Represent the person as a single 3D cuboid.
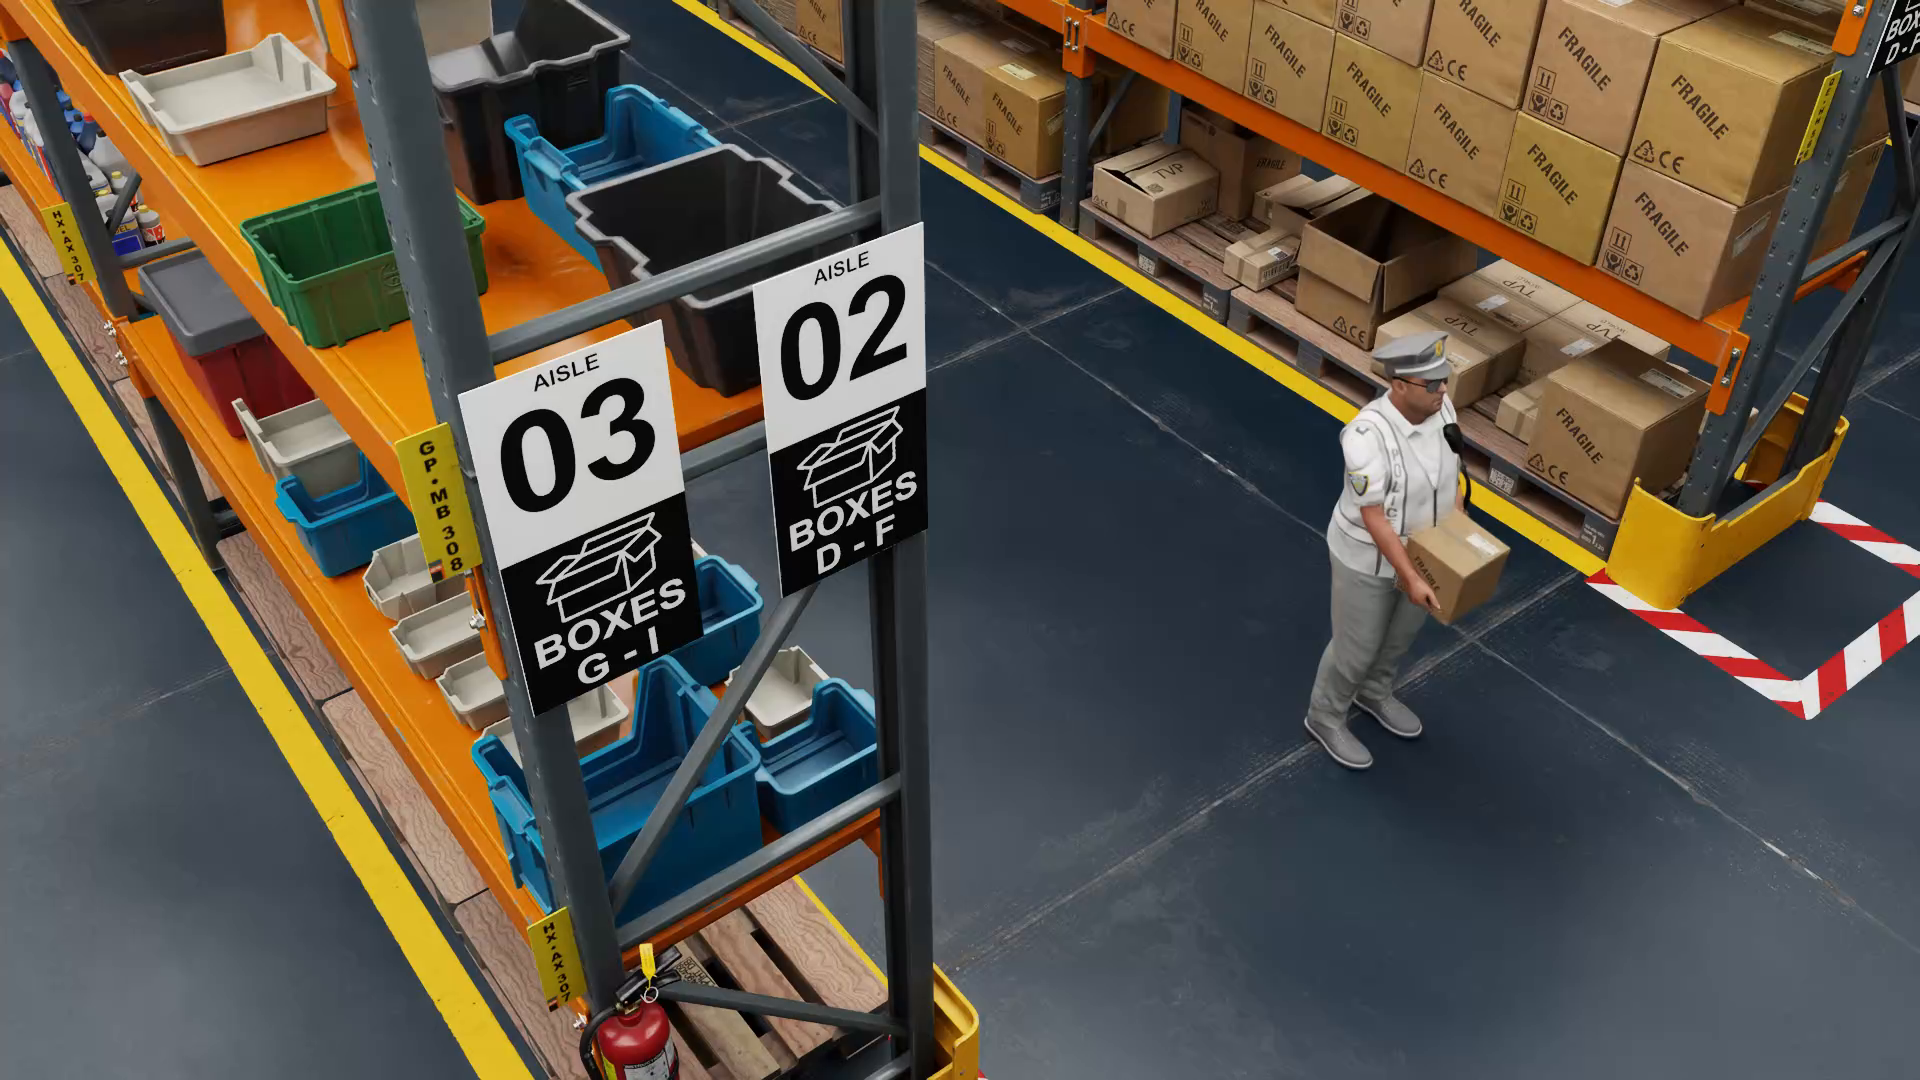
[{"bbox_3d":[1.628,0.065,6.057,0.503,1.770,0.547,-26,47,-28],"label":"person"}]
